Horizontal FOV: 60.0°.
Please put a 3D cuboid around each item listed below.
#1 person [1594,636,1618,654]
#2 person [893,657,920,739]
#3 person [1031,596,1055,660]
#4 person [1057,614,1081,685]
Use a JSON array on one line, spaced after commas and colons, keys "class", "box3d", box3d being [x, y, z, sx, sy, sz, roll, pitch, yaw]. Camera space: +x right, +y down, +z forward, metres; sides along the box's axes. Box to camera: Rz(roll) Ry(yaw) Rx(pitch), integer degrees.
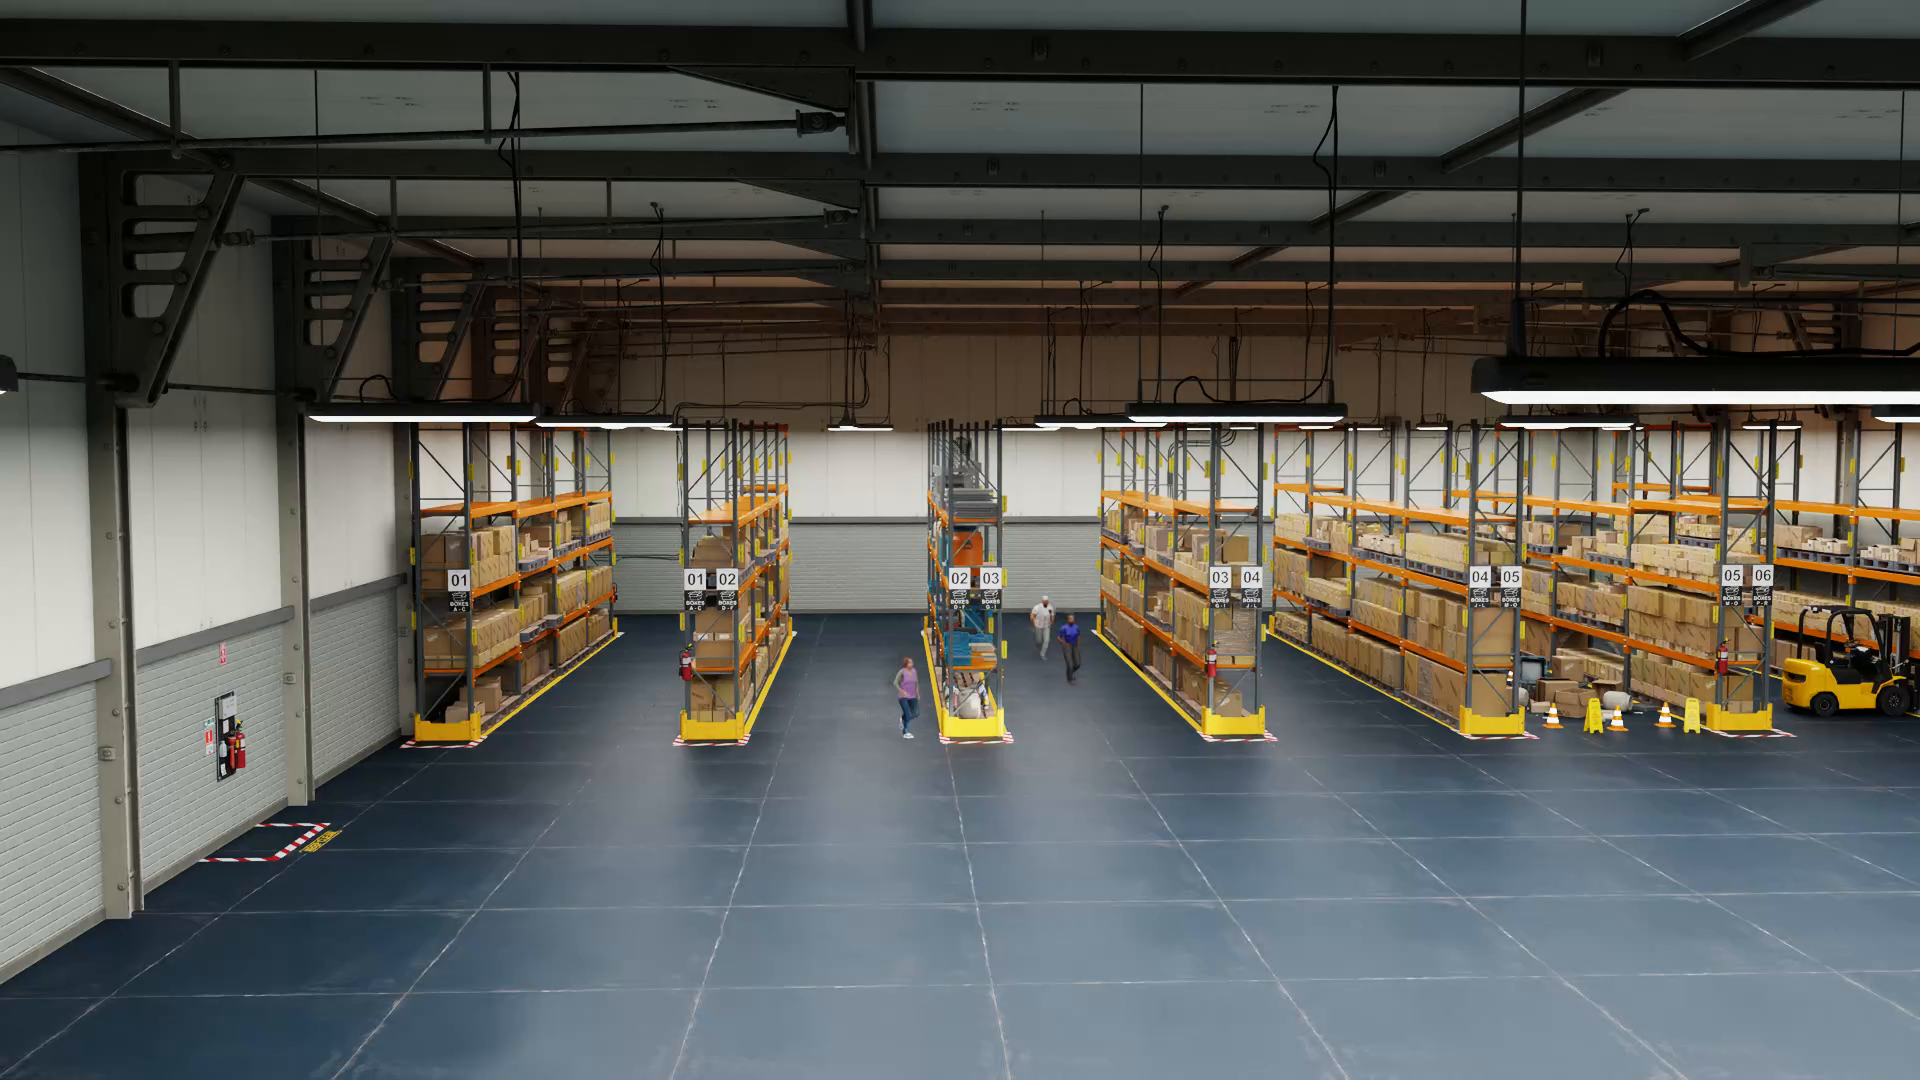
[{"class": "person", "box3d": [16.121, 2.212, 41.566, 0.708, 1.765, 0.824, -1, 4, -10]}, {"class": "person", "box3d": [-1.001, 2.948, 31.163, 0.561, 1.546, 0.548, -3, 5, -36]}, {"class": "person", "box3d": [2.104, 2.229, 42.382, 0.630, 1.641, 0.700, -1, 4, -9]}, {"class": "person", "box3d": [2.510, 2.495, 37.897, 0.593, 1.620, 0.538, -1, 4, -20]}]
